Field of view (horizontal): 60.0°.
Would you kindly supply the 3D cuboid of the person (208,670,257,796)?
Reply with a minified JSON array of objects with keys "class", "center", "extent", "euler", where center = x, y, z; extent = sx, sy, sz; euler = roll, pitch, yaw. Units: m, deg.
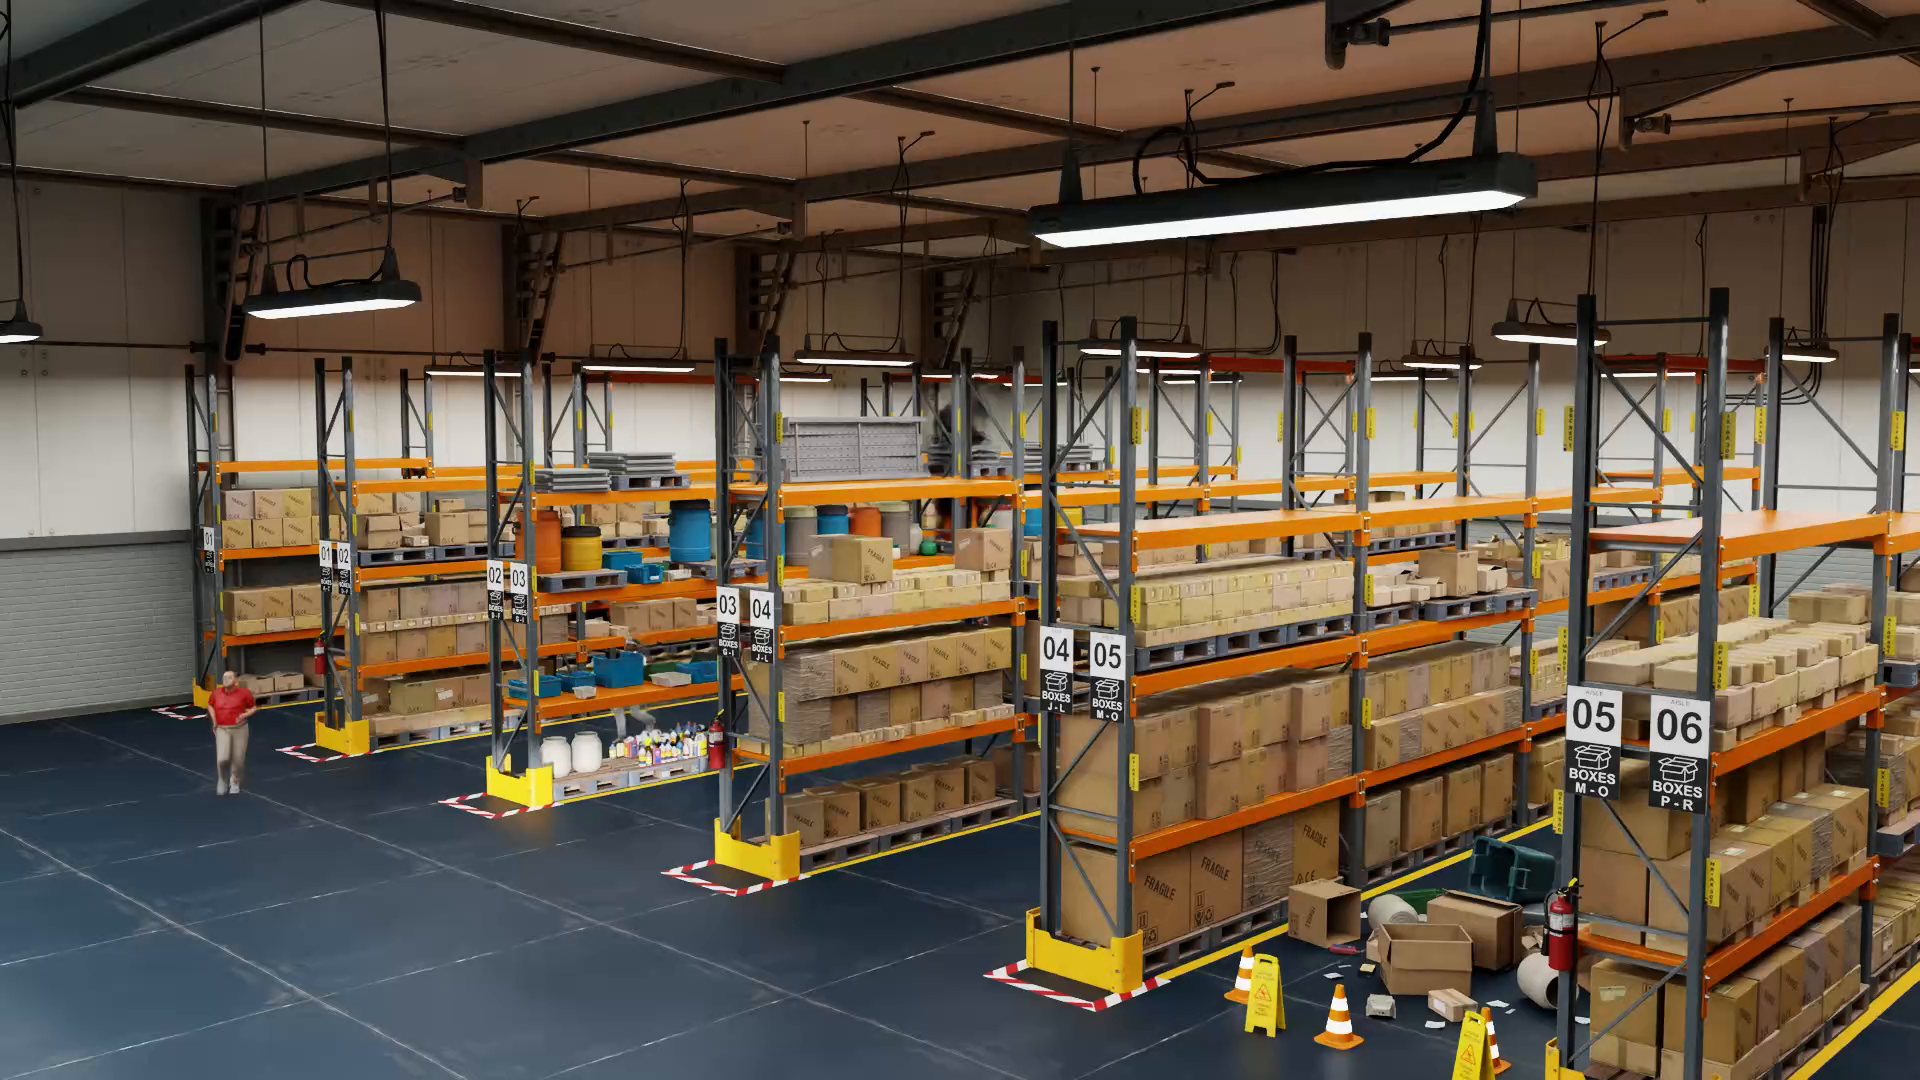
[{"class":"person","center":[-9.794,2.606,22.364],"extent":[0.638,1.711,0.631],"euler":[-1,5,-17]}]

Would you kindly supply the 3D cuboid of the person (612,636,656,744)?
[{"class":"person","center":[-5.161,2.327,26.111],"extent":[0.588,1.669,0.834],"euler":[3,5,33]}]
